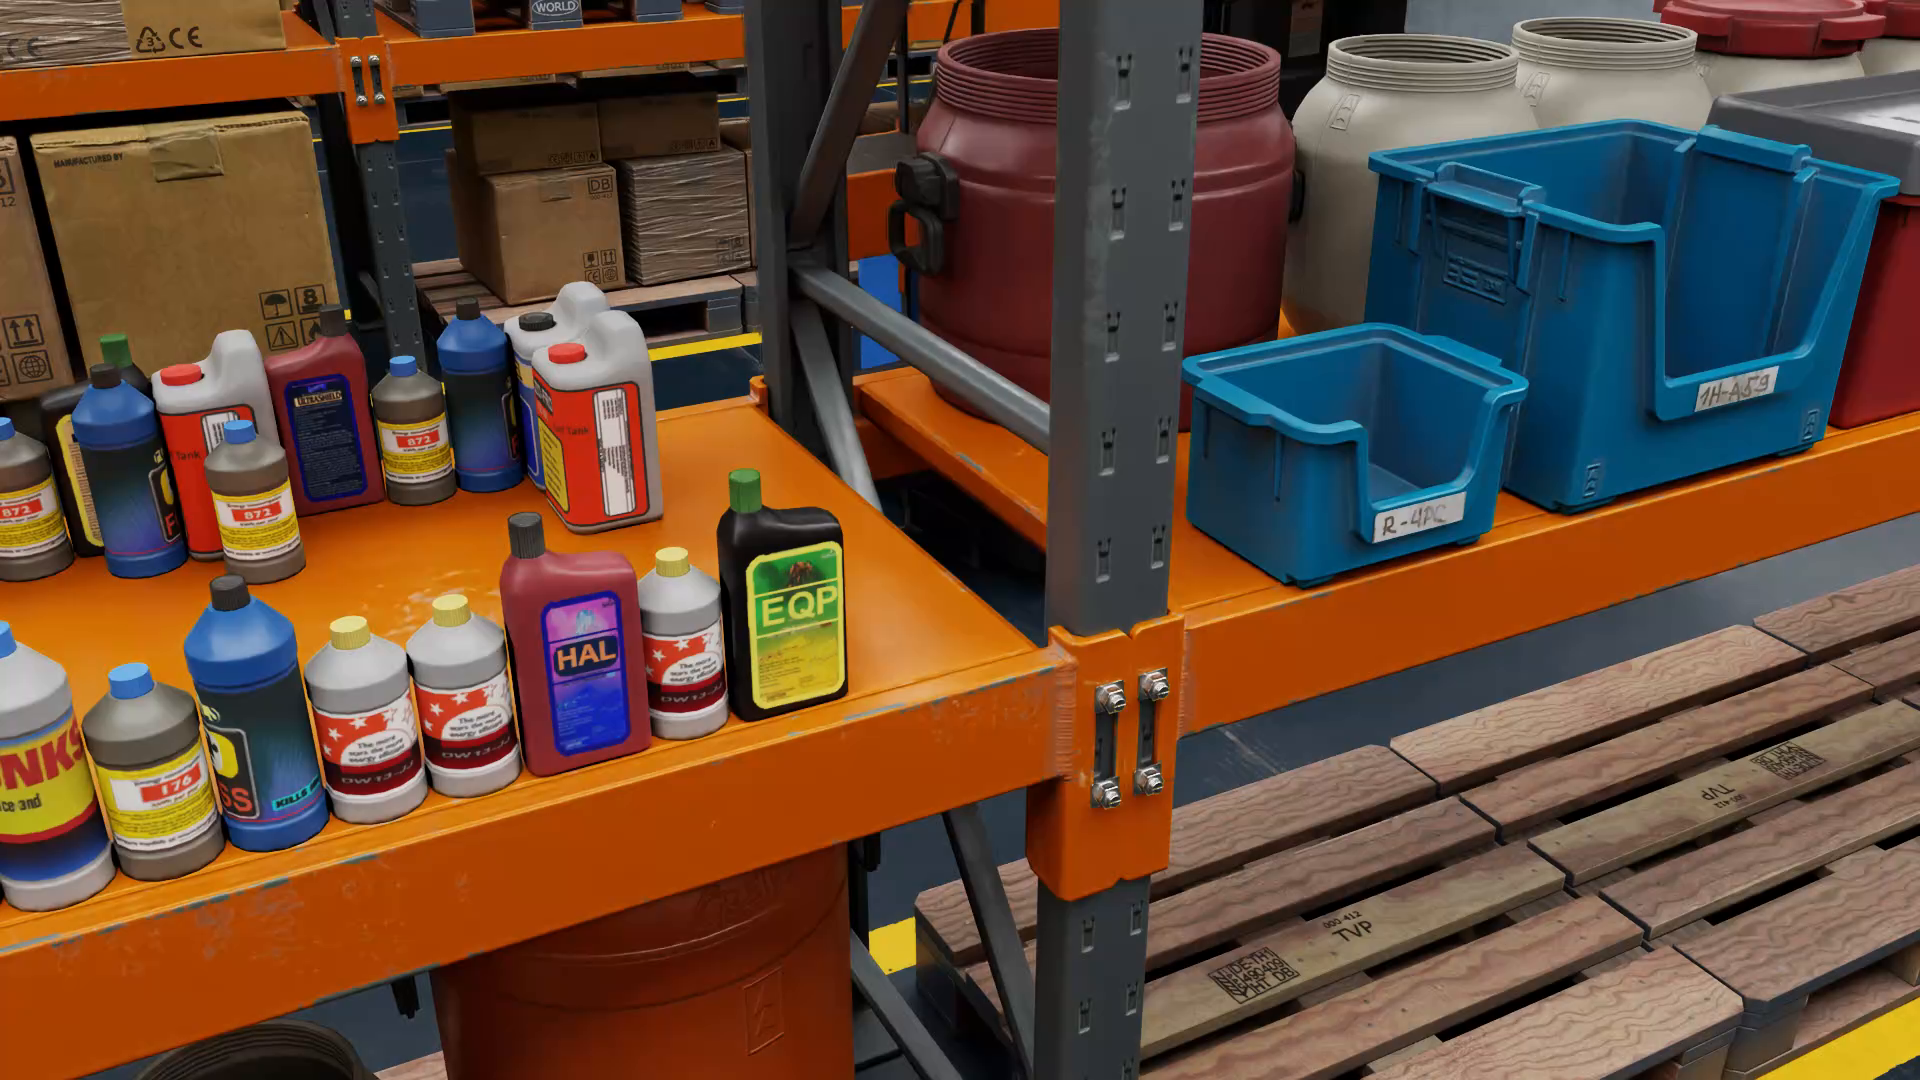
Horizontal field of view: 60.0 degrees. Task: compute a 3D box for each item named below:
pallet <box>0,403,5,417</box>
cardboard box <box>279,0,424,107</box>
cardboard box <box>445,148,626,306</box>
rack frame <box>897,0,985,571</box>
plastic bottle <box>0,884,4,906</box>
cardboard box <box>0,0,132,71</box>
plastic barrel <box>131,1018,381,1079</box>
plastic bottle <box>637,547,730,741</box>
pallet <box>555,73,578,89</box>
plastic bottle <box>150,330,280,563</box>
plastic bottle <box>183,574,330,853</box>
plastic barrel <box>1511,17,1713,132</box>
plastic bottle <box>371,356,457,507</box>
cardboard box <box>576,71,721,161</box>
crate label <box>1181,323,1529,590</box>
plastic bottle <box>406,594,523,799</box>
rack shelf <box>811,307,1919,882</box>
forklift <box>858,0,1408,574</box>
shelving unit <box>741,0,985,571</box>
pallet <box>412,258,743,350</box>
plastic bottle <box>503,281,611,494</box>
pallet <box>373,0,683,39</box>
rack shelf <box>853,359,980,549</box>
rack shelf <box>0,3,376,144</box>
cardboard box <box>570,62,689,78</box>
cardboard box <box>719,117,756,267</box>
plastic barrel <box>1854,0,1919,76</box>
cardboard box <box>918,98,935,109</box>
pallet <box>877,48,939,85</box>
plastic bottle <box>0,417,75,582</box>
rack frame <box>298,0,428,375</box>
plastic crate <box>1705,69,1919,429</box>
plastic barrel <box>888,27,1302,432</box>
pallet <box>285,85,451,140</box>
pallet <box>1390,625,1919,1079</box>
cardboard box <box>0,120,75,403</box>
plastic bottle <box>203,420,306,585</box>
[{"bbox_3d":[-4.174,-0.502,6.052,1.213,0.211,1.003,-13,29,-25],"label":"pallet"},{"bbox_3d":[-4.033,-3.317,10.808,0.750,0.750,1.050,-13,29,-26],"label":"cardboard box"},{"bbox_3d":[-1.786,-1.353,6.982,0.500,0.500,0.700,-15,29,-28],"label":"cardboard box"},{"bbox_3d":[-0.056,-0.926,4.752,0.015,2.100,0.400,-17,31,-31],"label":"rack frame"},{"bbox_3d":[-0.936,0.252,1.490,0.097,0.201,0.097,0,26,0],"label":"plastic bottle"},{"bbox_3d":[-3.129,-1.888,5.602,0.500,0.500,0.500,-13,29,-26],"label":"cardboard box"},{"bbox_3d":[-0.917,0.941,2.213,0.421,0.512,0.421,0,26,0],"label":"plastic barrel"},{"bbox_3d":[-0.303,0.105,1.794,0.097,0.201,0.097,0,26,0],"label":"plastic bottle"},{"bbox_3d":[-2.806,-3.174,11.617,1.213,0.211,1.003,-13,29,-25],"label":"pallet"},{"bbox_3d":[-0.979,-0.131,2.201,0.135,0.276,0.152,-13,29,-25],"label":"plastic bottle"},{"bbox_3d":[-0.679,0.160,1.599,0.097,0.271,0.097,0,26,0],"label":"plastic bottle"},{"bbox_3d":[1.142,-0.673,3.058,0.421,0.512,0.421,0,26,0],"label":"plastic barrel"},{"bbox_3d":[-0.772,-0.159,2.345,0.097,0.201,0.097,0,26,0],"label":"plastic bottle"},{"bbox_3d":[-1.327,-1.807,7.061,0.500,0.250,0.500,-10,27,-19],"label":"cardboard box"},{"bbox_3d":[0.511,-0.113,2.214,0.416,0.233,0.303,-13,29,-25],"label":"crate label"},{"bbox_3d":[-0.507,0.152,1.696,0.097,0.201,0.097,0,26,0],"label":"plastic bottle"},{"bbox_3d":[1.728,-0.329,3.301,4.000,0.370,1.077,-13,29,-25],"label":"rack shelf"},{"bbox_3d":[1.159,-1.704,5.412,3.031,2.935,1.130,-17,31,-31],"label":"forklift"},{"bbox_3d":[-0.255,-0.864,4.624,0.503,2.100,0.431,-17,31,-31],"label":"shelving unit"},{"bbox_3d":[-1.677,-1.039,7.170,1.213,0.211,1.003,-13,29,-25],"label":"pallet"},{"bbox_3d":[-0.571,-0.225,2.397,0.135,0.276,0.152,-13,29,-25],"label":"plastic bottle"},{"bbox_3d":[-1.789,-2.237,6.665,1.003,0.211,1.213,-13,29,-25],"label":"pallet"},{"bbox_3d":[-0.255,-0.221,4.933,0.480,0.518,0.431,-17,31,-31],"label":"rack shelf"},{"bbox_3d":[-4.132,-1.406,5.544,4.000,0.370,1.077,-13,29,-25],"label":"rack shelf"},{"bbox_3d":[-2.441,-3.686,11.577,0.750,0.750,1.050,-13,29,-25],"label":"cardboard box"},{"bbox_3d":[-0.805,-1.589,7.474,0.500,0.500,0.700,-11,28,-21],"label":"cardboard box"},{"bbox_3d":[1.898,-0.861,3.422,0.433,0.535,0.433,0,26,0],"label":"plastic barrel"},{"bbox_3d":[0.180,-1.817,7.948,0.500,0.500,0.700,-13,29,-25],"label":"cardboard box"},{"bbox_3d":[-0.375,-3.735,12.785,1.213,0.211,1.003,-13,29,-25],"label":"pallet"},{"bbox_3d":[-1.212,-0.057,2.133,0.097,0.201,0.097,0,26,0],"label":"plastic bottle"},{"bbox_3d":[-2.367,-2.138,6.237,0.127,3.000,1.000,-13,29,-25],"label":"rack frame"},{"bbox_3d":[1.533,-0.487,2.725,0.583,0.464,0.402,-13,29,-25],"label":"plastic crate"},{"bbox_3d":[0.230,-0.518,2.705,0.708,0.536,0.600,-13,29,-25],"label":"plastic barrel"},{"bbox_3d":[-3.881,-2.927,11.103,1.213,0.211,1.003,-13,29,-25],"label":"pallet"},{"bbox_3d":[1.740,0.621,3.712,1.213,0.211,1.003,-13,29,-25],"label":"pallet"},{"bbox_3d":[-3.776,-1.058,5.957,0.875,0.875,1.225,-13,29,-25],"label":"cardboard box"},{"bbox_3d":[-0.904,-0.054,2.126,0.097,0.201,0.097,0,26,0],"label":"plastic bottle"}]
